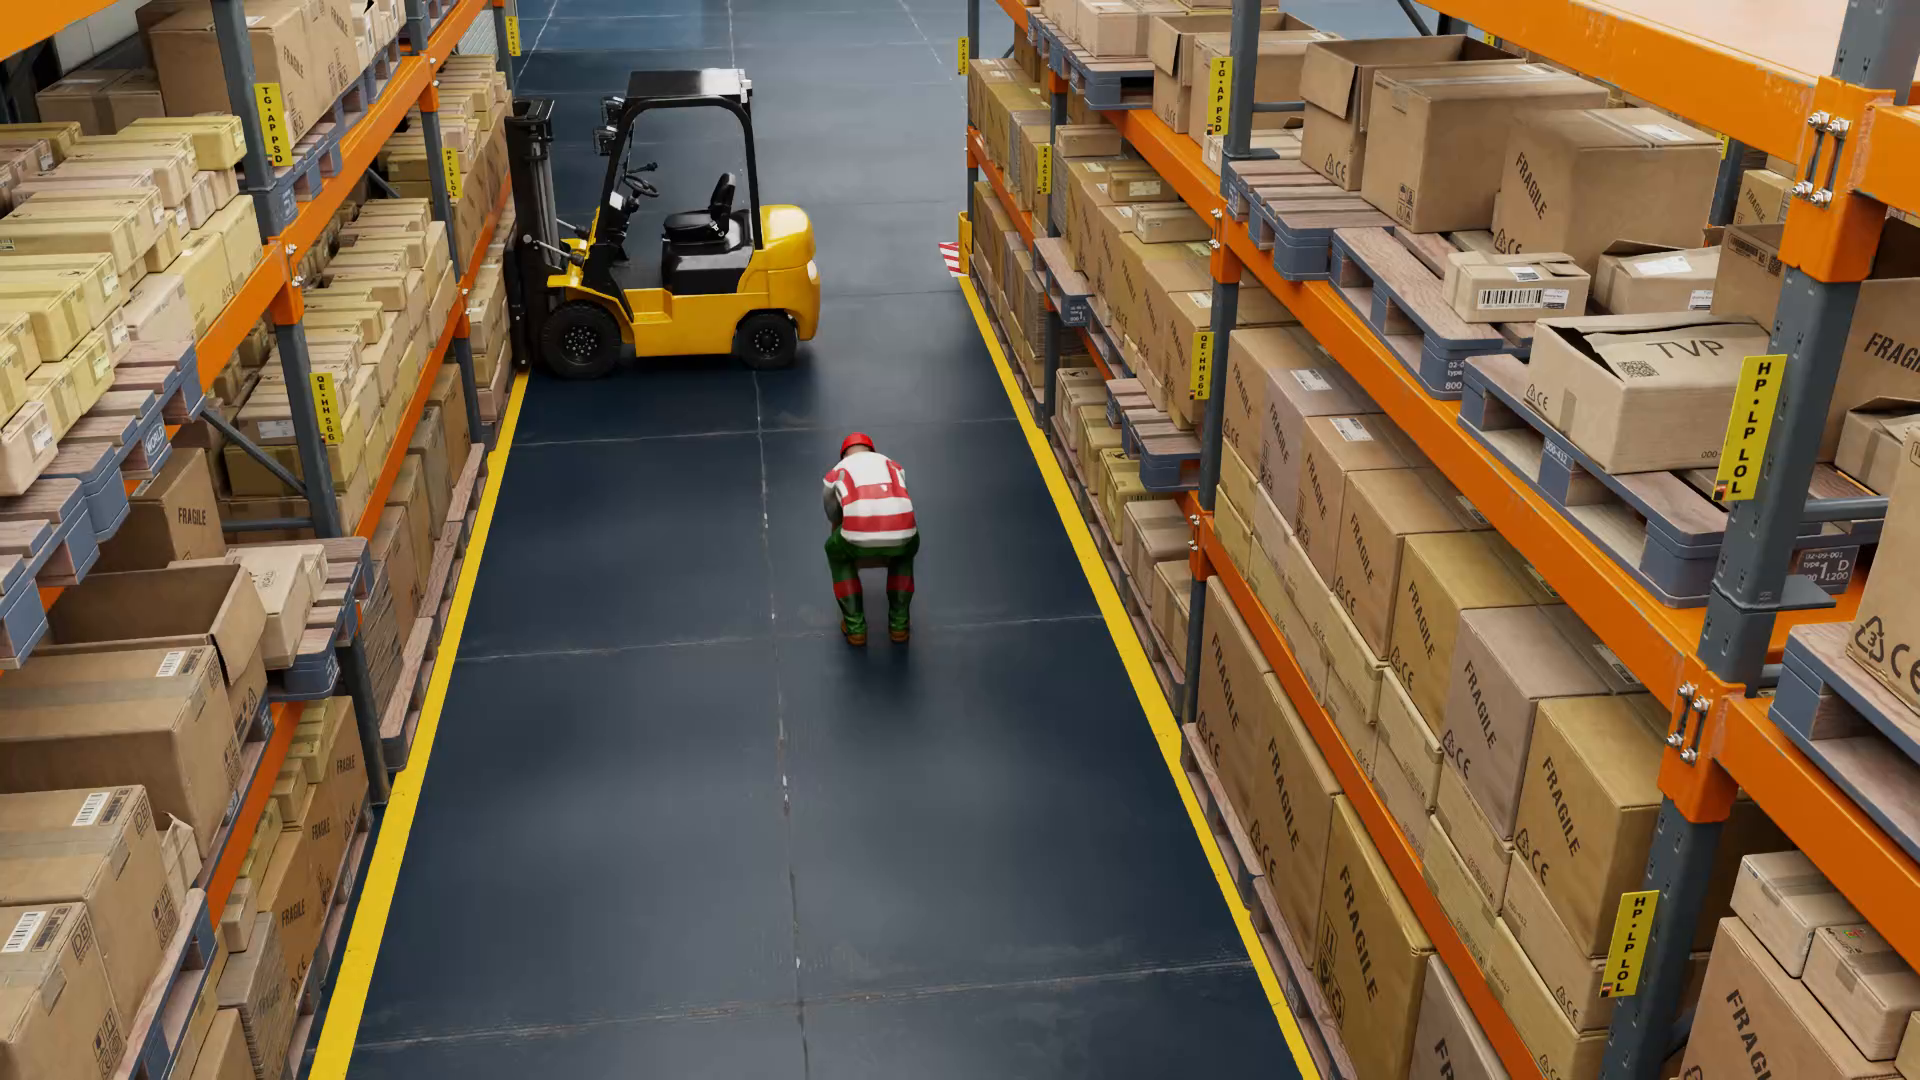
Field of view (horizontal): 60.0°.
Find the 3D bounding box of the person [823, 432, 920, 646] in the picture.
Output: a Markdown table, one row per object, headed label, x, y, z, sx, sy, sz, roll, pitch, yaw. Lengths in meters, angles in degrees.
| label | x | y | z | sx | sy | sz | roll | pitch | yaw |
| --- | --- | --- | --- | --- | --- | --- | --- | --- | --- |
| person | -0.511 | 0.004 | 9.441 | 0.533 | 1.011 | 0.958 | -5 | 27 | -10 |
